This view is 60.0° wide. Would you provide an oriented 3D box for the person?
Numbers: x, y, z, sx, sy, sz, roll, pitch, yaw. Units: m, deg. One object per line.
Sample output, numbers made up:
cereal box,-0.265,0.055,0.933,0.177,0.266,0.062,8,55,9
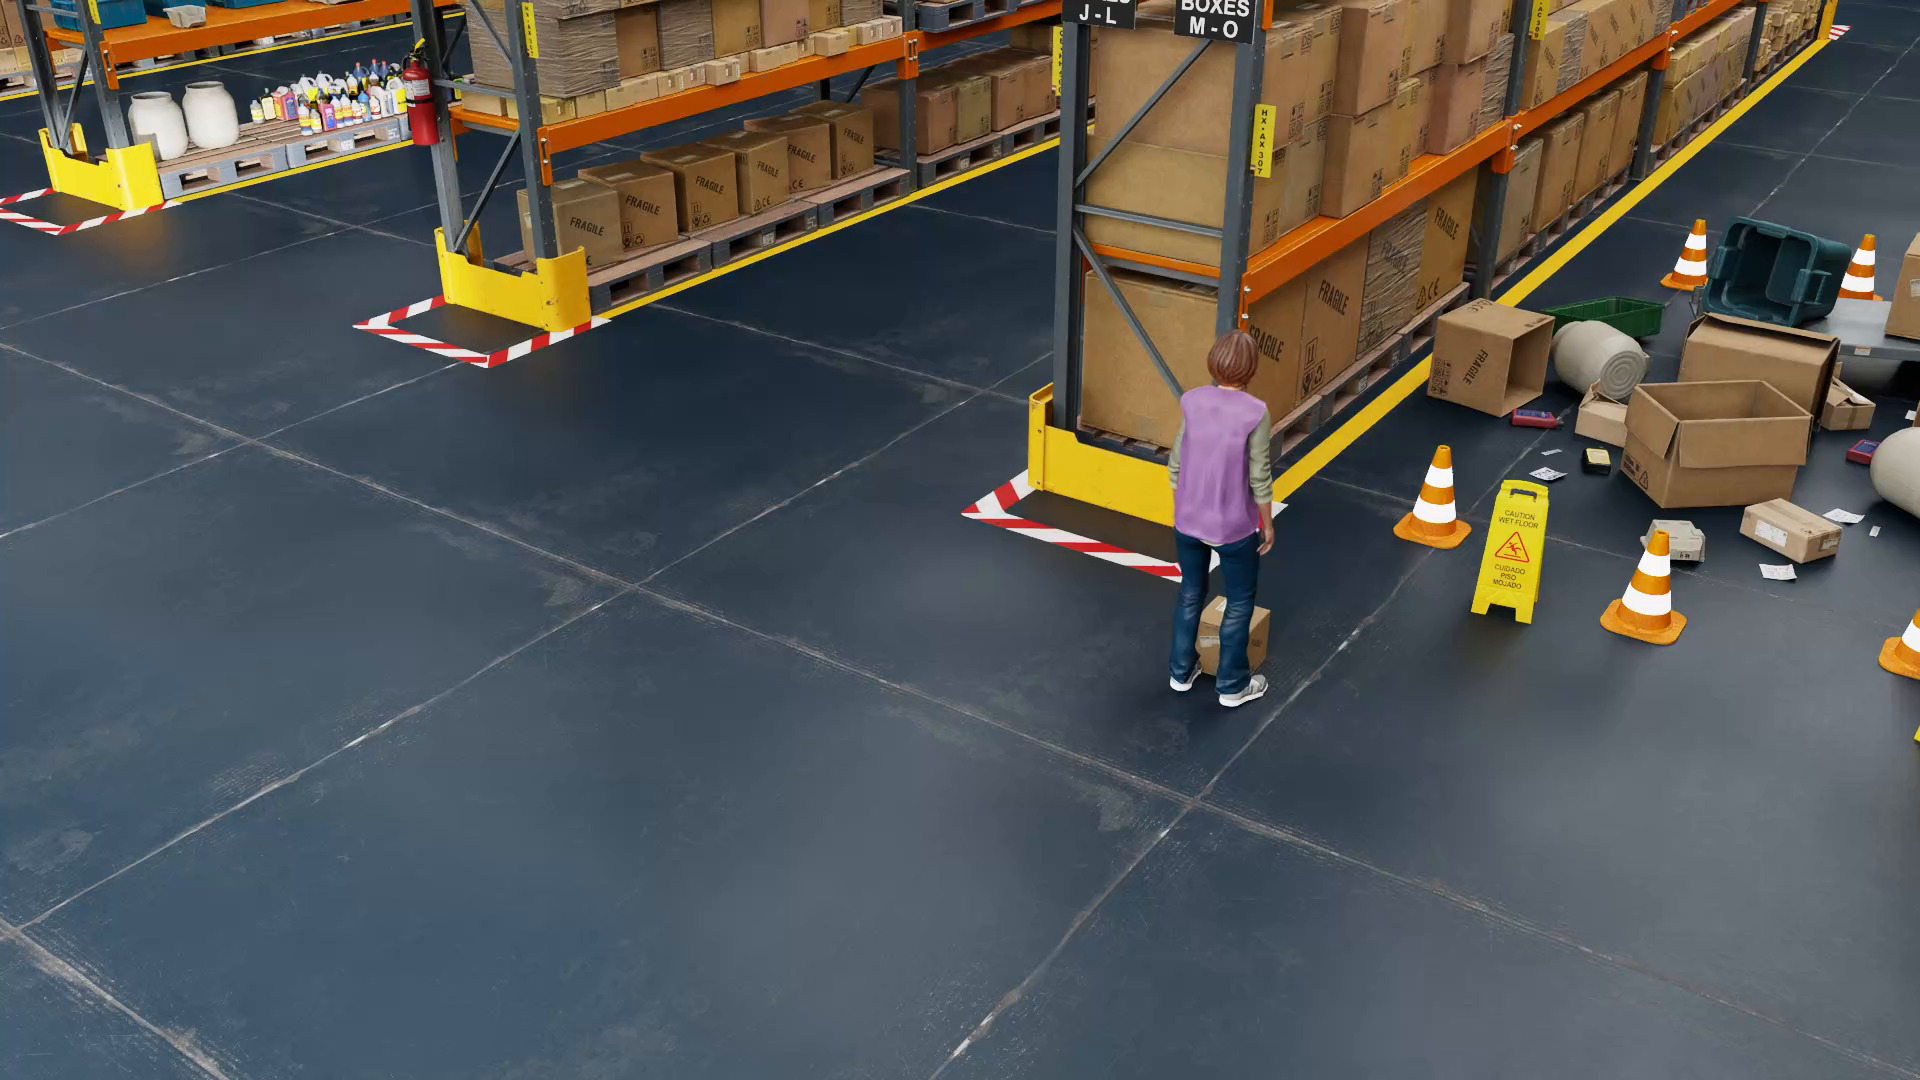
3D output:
person,1.056,-0.070,6.765,0.455,1.594,0.344,18,32,30
